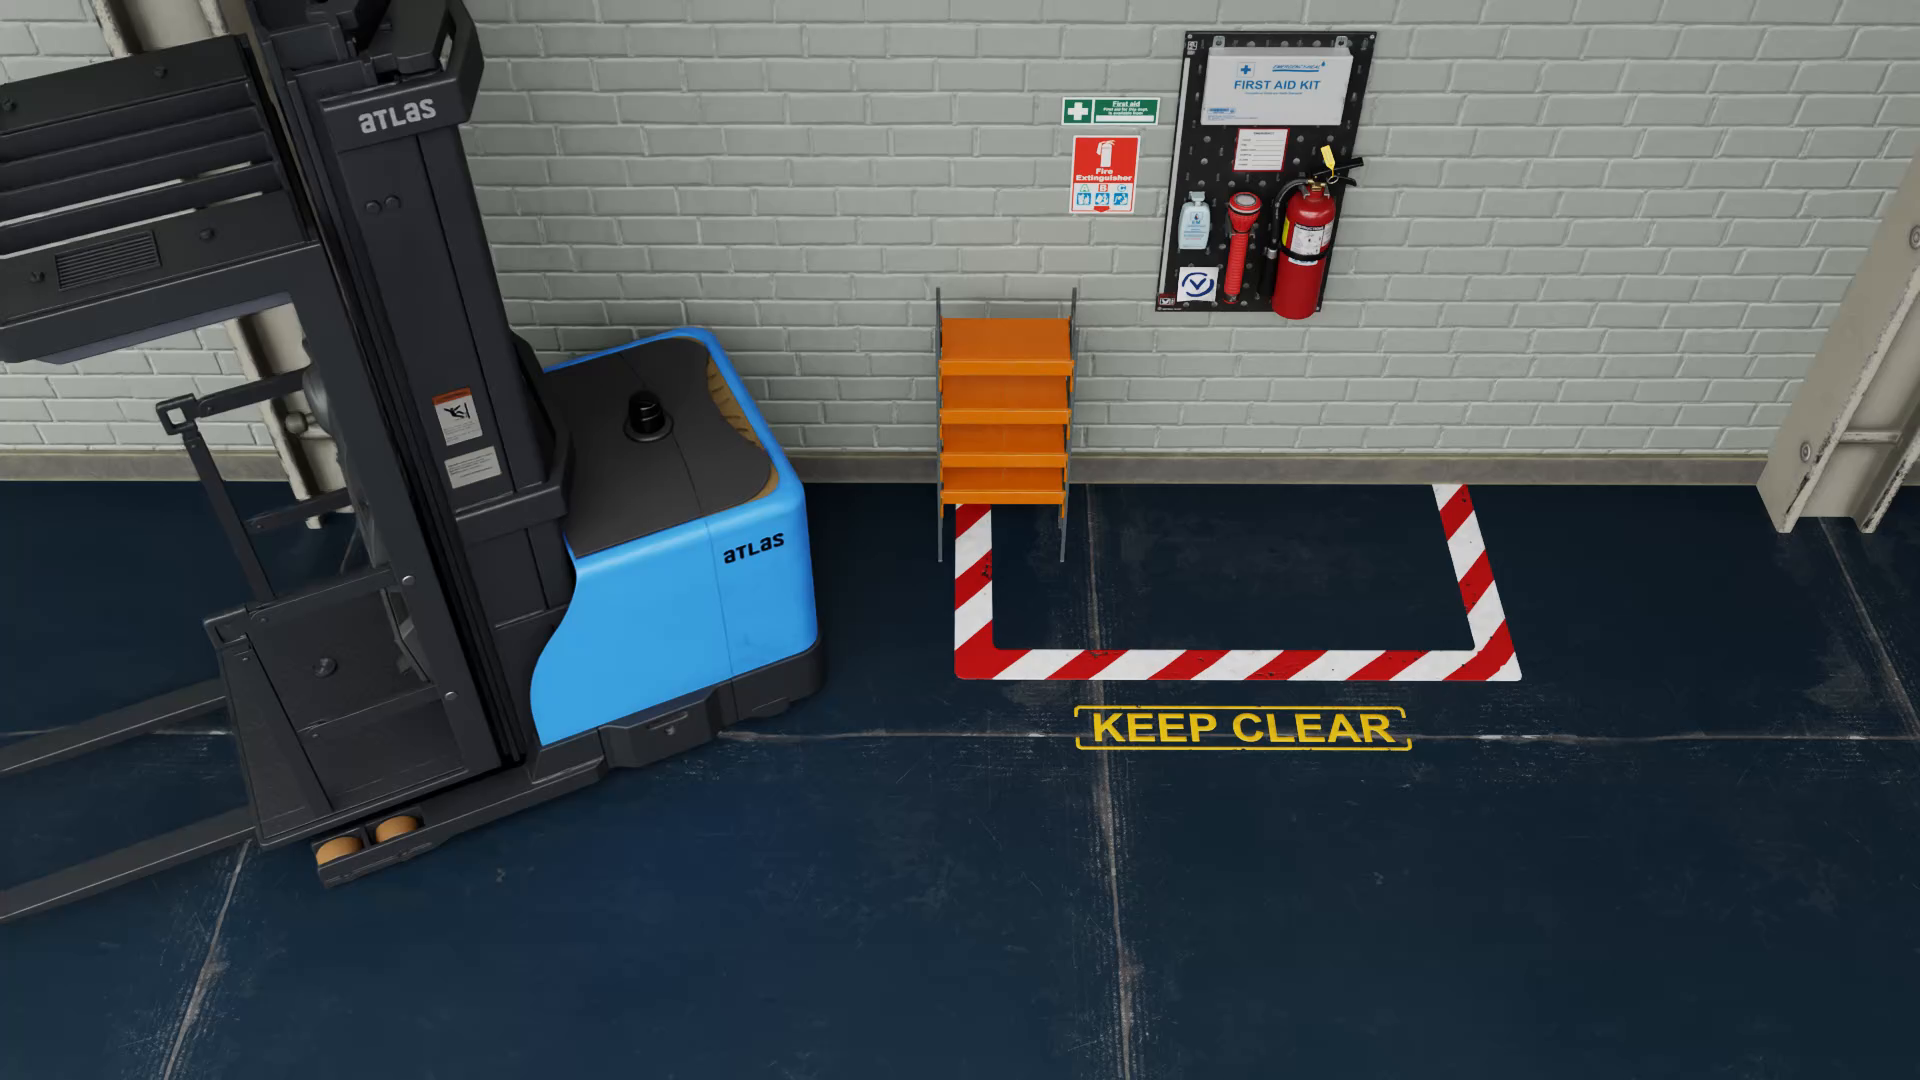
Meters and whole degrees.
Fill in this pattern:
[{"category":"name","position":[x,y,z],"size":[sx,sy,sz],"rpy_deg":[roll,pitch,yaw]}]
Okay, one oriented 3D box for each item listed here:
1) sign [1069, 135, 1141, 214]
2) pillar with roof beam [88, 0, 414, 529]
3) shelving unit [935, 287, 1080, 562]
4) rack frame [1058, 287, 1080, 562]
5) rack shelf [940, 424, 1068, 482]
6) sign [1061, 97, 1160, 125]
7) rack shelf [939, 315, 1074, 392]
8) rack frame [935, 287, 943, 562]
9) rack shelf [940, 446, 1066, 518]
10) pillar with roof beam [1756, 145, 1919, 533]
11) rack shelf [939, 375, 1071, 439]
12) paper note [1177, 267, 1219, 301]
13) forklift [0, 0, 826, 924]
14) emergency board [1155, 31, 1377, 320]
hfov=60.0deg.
[{"category":"sign","position":[0.509,-1.289,5.877],"size":[0.234,0.329,0.001],"rpy_deg":[0,47,0]},{"category":"pillar with roof beam","position":[-2.483,-0.075,0.672],"size":[0.400,9.000,9.100],"rpy_deg":[0,47,0]},{"category":"shelving unit","position":[0.166,-0.408,6.310],"size":[0.503,1.200,0.258],"rpy_deg":[0,47,0]},{"category":"rack frame","position":[0.410,-0.408,6.310],"size":[0.015,1.200,0.240],"rpy_deg":[0,47,0]},{"category":"rack shelf","position":[0.166,-0.362,6.360],"size":[0.480,0.148,0.258],"rpy_deg":[0,47,0]},{"category":"sign","position":[0.514,-1.463,5.677],"size":[0.331,0.109,0.001],"rpy_deg":[0,47,0]},{"category":"rack shelf","position":[0.166,-0.676,6.023],"size":[0.480,0.148,0.258],"rpy_deg":[0,47,0]},{"category":"rack frame","position":[-0.078,-0.409,6.311],"size":[0.015,1.200,0.240],"rpy_deg":[0,47,0]},{"category":"rack shelf","position":[0.166,-0.227,6.505],"size":[0.480,0.148,0.258],"rpy_deg":[0,47,0]},{"category":"pillar with roof beam","position":[3.517,-0.058,0.657],"size":[0.400,9.000,9.100],"rpy_deg":[0,47,0]},{"category":"rack shelf","position":[0.166,-0.515,6.196],"size":[0.480,0.148,0.258],"rpy_deg":[0,47,0]},{"category":"paper note","position":[0.885,-0.951,6.188],"size":[0.142,0.148,0.016],"rpy_deg":[0,47,0]},{"category":"forklift","position":[-2.055,-0.276,5.005],"size":[3.031,2.935,1.130],"rpy_deg":[-19,50,-17]},{"category":"emergency board","position":[1.062,-1.200,5.818],"size":[0.643,1.169,0.194],"rpy_deg":[0,47,0]}]
